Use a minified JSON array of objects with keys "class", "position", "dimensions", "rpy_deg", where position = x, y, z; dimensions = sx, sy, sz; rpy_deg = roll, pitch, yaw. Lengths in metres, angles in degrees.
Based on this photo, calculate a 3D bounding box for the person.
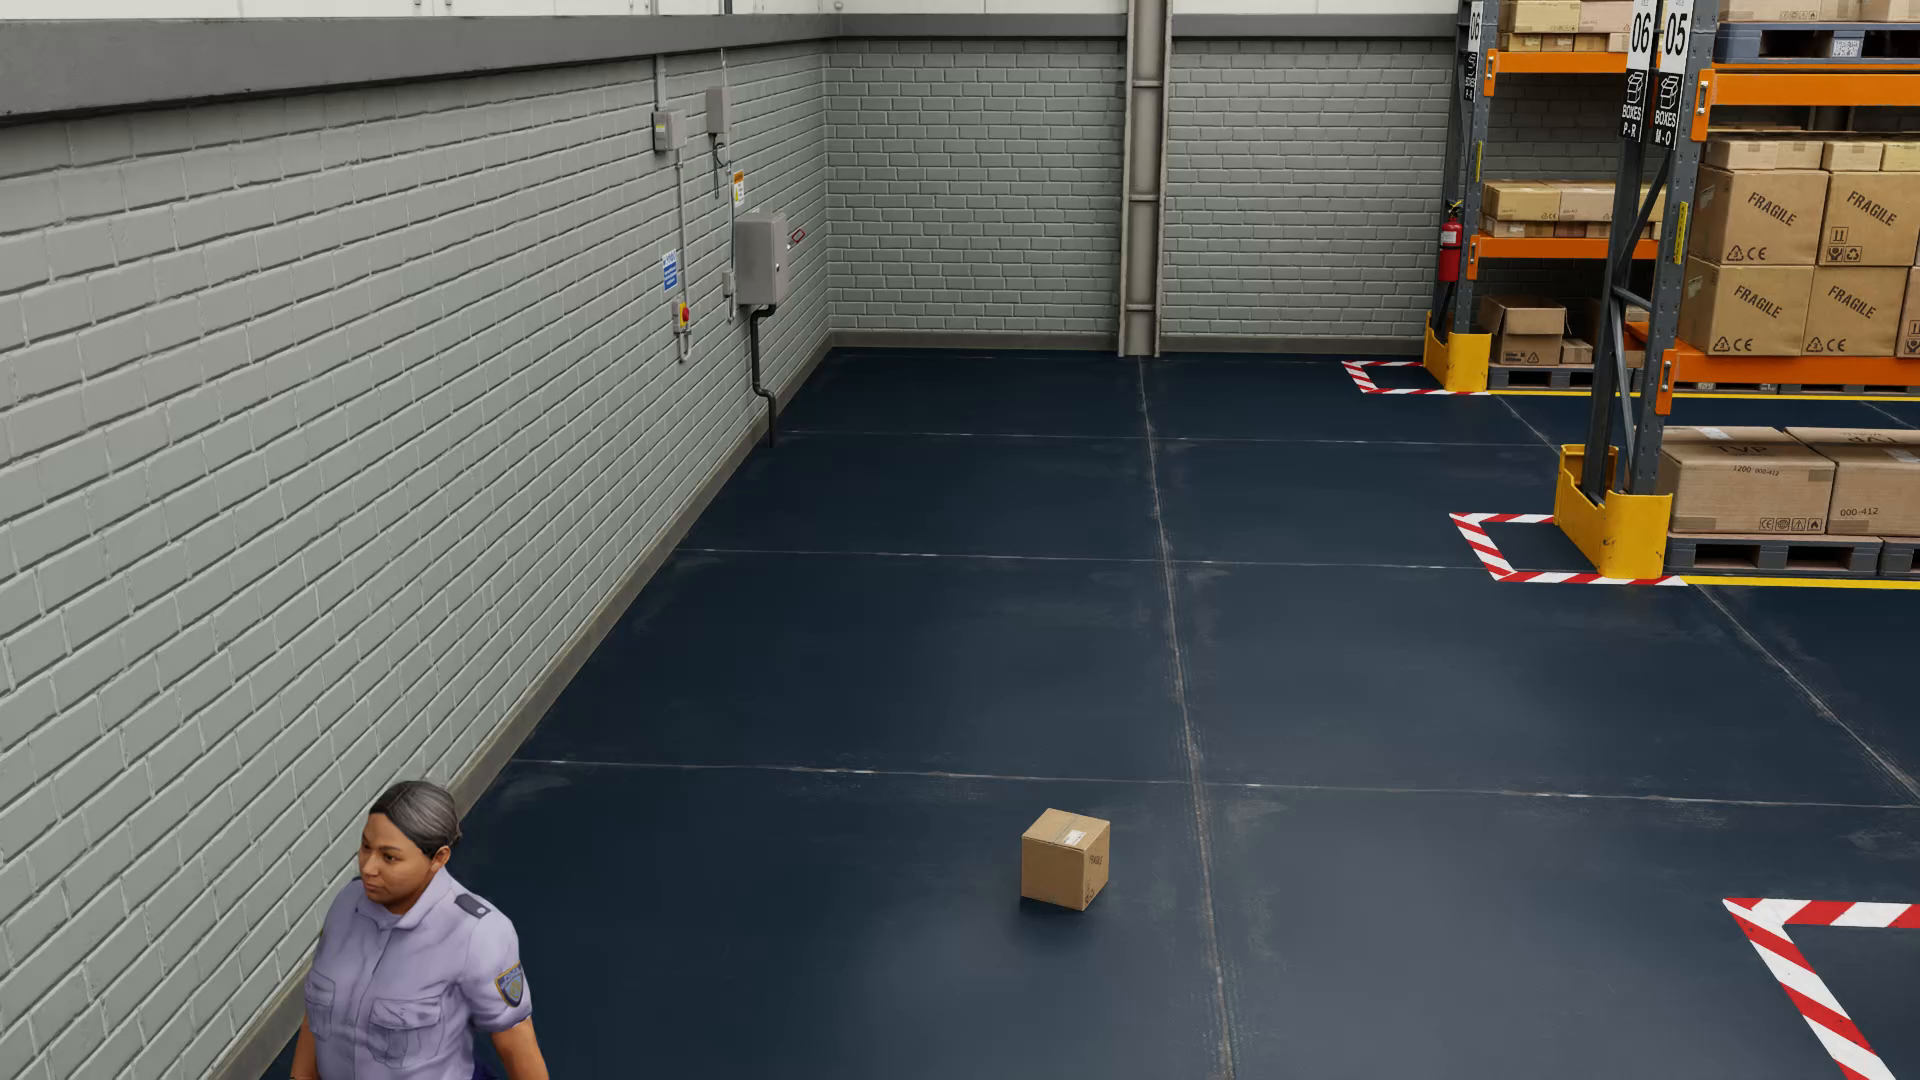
[{"class":"person","position":[-1.239,1.307,3.452],"dimensions":[0.529,1.624,0.814],"rpy_deg":[11,21,32]}]
